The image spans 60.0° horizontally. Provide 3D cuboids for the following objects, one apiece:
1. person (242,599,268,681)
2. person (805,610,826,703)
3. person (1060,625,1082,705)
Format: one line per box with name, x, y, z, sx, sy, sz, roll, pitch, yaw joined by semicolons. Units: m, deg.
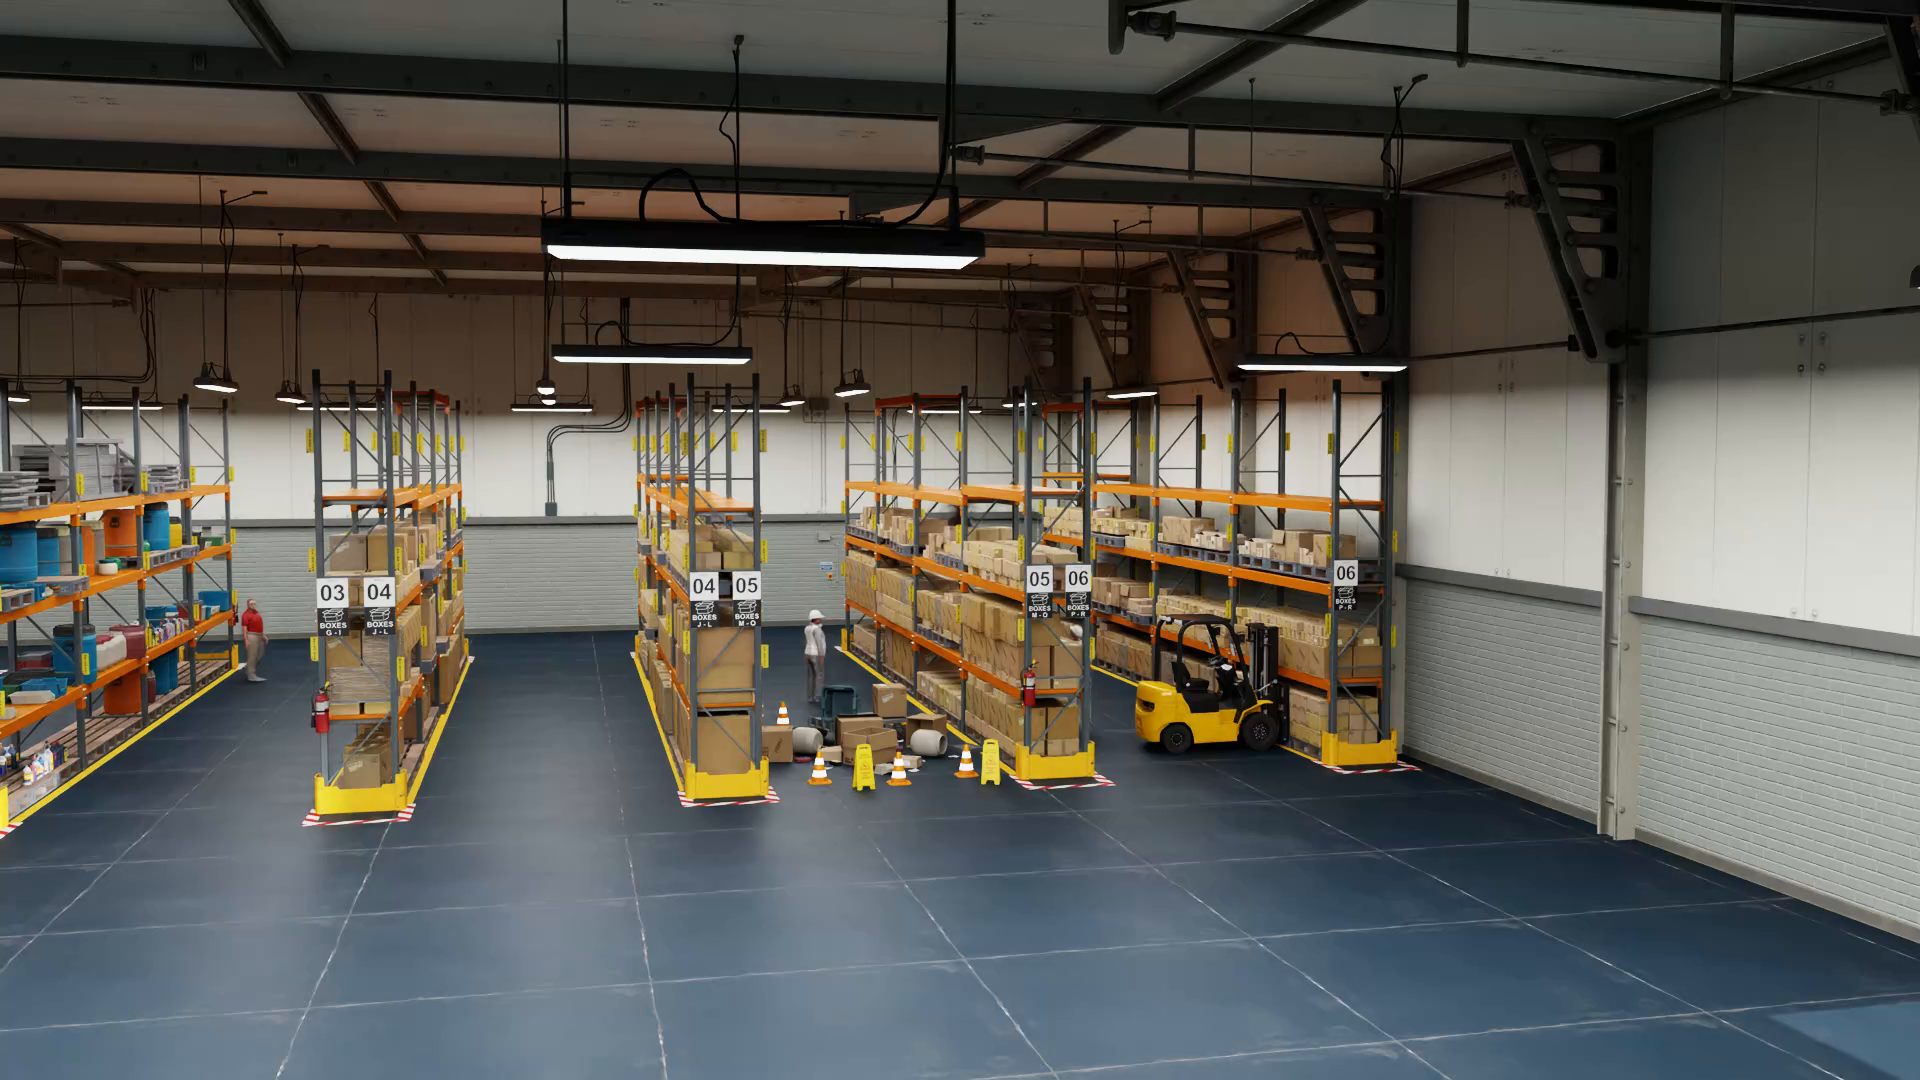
person;-14.881;2.123;35.129;0.438;1.769;0.603;0;3;-7
person;-2.781;2.244;32.221;0.399;1.776;0.587;-2;4;-34
person;1.977;2.388;29.833;0.562;1.740;0.628;-1;3;-10
